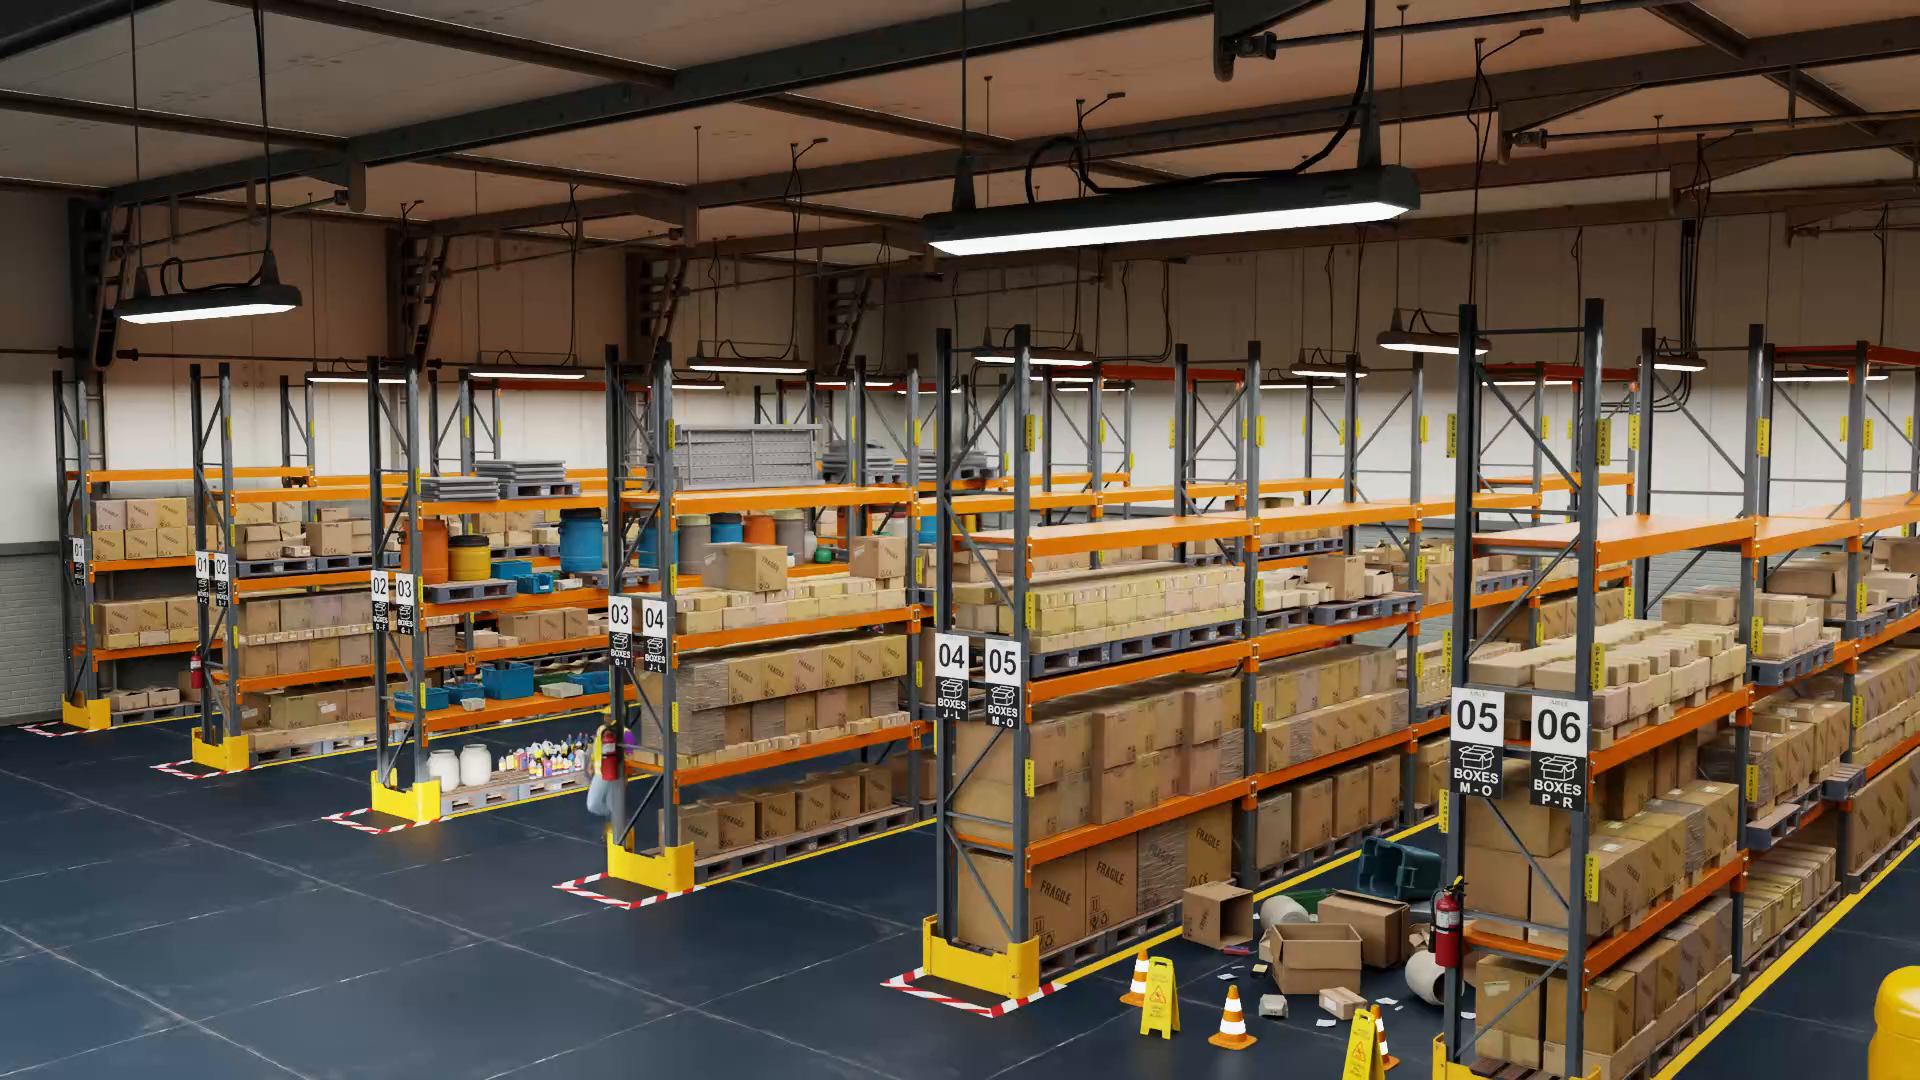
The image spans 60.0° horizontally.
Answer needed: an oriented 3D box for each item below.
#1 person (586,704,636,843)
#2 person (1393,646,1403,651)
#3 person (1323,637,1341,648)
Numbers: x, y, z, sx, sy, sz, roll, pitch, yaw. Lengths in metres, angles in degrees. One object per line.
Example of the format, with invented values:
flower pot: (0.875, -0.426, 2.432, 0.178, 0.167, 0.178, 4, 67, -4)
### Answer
person: (-4.258, 2.845, 20.138, 0.685, 1.714, 0.577, 2, 5, 24)
person: (6.759, 2.484, 25.626, 0.584, 1.710, 0.659, 4, 6, 42)
person: (6.233, 2.327, 27.482, 0.647, 1.746, 0.907, 3, 5, 33)
